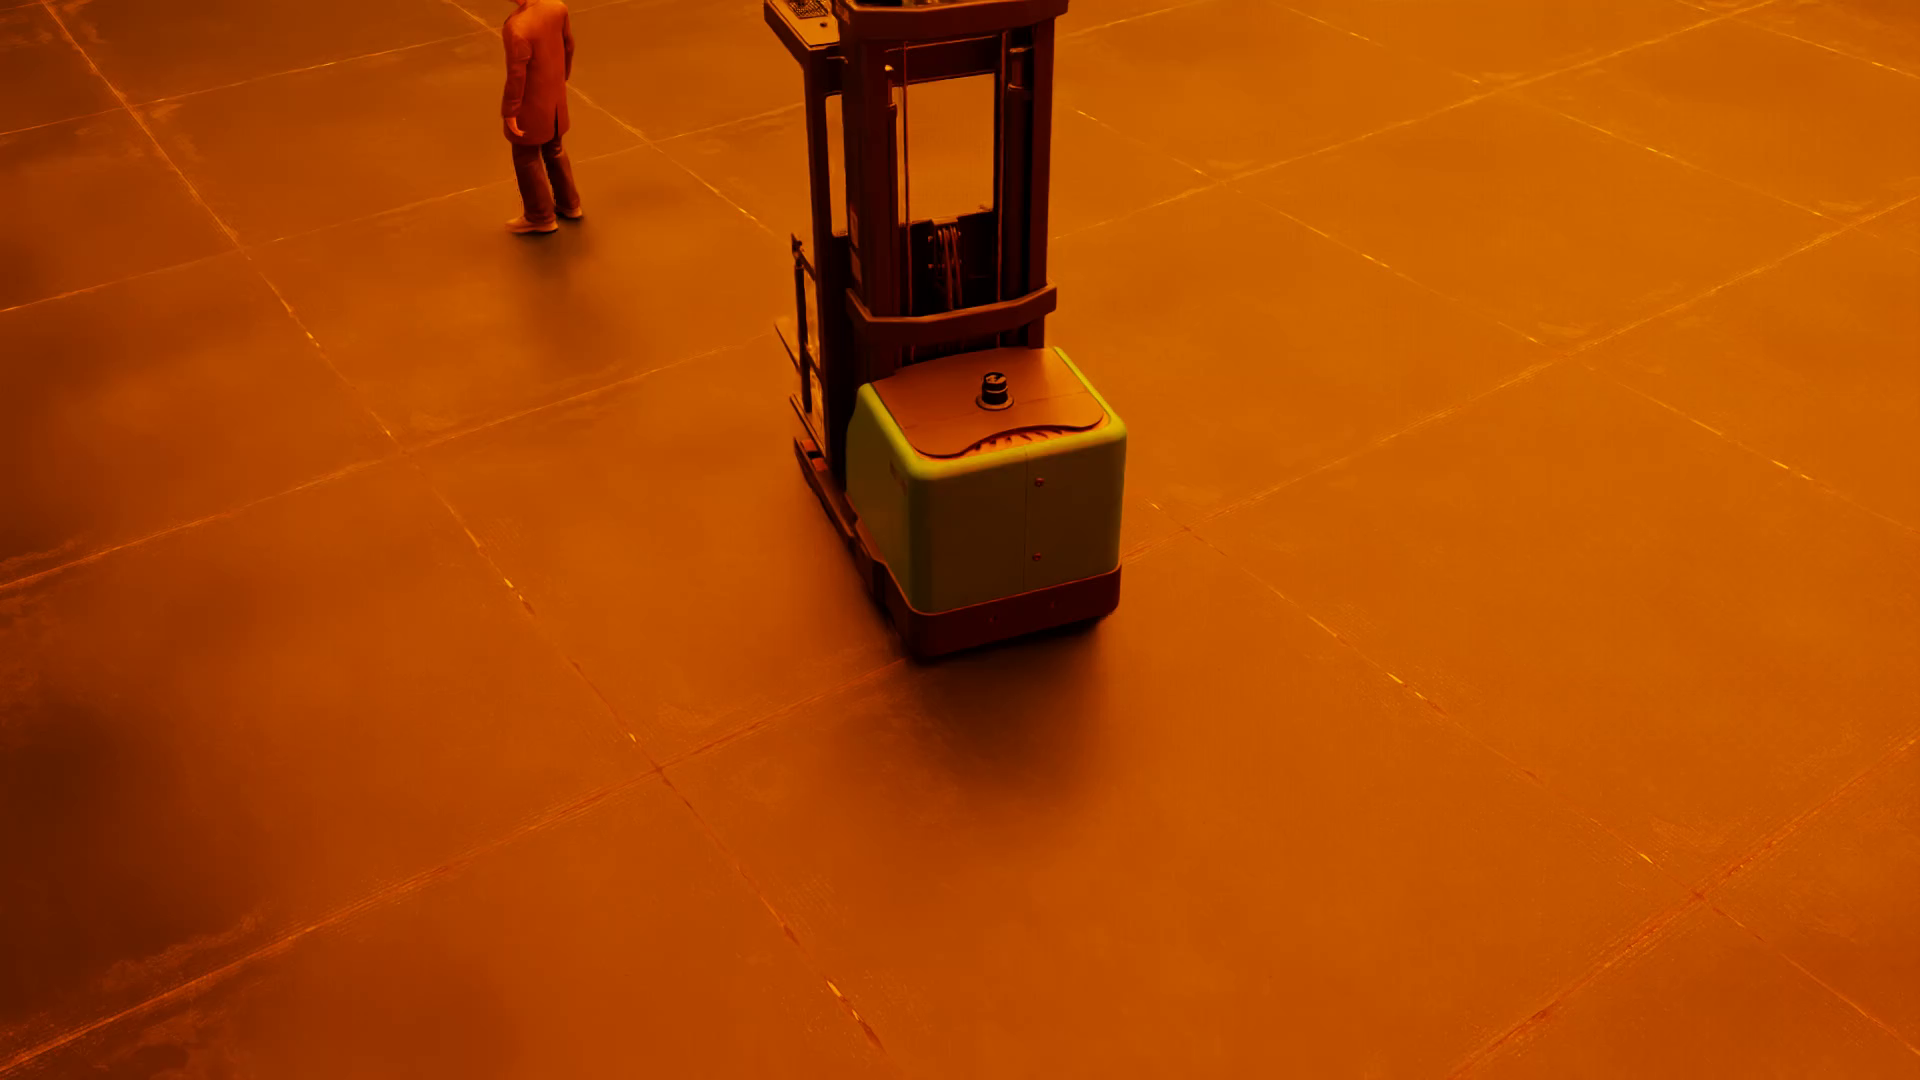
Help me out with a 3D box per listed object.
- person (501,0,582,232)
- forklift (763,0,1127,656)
[{"bbox_3d":[-2.789,-2.860,10.795,0.495,1.793,0.683,16,40,21],"label":"person"},{"bbox_3d":[-0.242,-1.527,8.009,1.130,2.935,3.031,-13,38,-16],"label":"forklift"}]
